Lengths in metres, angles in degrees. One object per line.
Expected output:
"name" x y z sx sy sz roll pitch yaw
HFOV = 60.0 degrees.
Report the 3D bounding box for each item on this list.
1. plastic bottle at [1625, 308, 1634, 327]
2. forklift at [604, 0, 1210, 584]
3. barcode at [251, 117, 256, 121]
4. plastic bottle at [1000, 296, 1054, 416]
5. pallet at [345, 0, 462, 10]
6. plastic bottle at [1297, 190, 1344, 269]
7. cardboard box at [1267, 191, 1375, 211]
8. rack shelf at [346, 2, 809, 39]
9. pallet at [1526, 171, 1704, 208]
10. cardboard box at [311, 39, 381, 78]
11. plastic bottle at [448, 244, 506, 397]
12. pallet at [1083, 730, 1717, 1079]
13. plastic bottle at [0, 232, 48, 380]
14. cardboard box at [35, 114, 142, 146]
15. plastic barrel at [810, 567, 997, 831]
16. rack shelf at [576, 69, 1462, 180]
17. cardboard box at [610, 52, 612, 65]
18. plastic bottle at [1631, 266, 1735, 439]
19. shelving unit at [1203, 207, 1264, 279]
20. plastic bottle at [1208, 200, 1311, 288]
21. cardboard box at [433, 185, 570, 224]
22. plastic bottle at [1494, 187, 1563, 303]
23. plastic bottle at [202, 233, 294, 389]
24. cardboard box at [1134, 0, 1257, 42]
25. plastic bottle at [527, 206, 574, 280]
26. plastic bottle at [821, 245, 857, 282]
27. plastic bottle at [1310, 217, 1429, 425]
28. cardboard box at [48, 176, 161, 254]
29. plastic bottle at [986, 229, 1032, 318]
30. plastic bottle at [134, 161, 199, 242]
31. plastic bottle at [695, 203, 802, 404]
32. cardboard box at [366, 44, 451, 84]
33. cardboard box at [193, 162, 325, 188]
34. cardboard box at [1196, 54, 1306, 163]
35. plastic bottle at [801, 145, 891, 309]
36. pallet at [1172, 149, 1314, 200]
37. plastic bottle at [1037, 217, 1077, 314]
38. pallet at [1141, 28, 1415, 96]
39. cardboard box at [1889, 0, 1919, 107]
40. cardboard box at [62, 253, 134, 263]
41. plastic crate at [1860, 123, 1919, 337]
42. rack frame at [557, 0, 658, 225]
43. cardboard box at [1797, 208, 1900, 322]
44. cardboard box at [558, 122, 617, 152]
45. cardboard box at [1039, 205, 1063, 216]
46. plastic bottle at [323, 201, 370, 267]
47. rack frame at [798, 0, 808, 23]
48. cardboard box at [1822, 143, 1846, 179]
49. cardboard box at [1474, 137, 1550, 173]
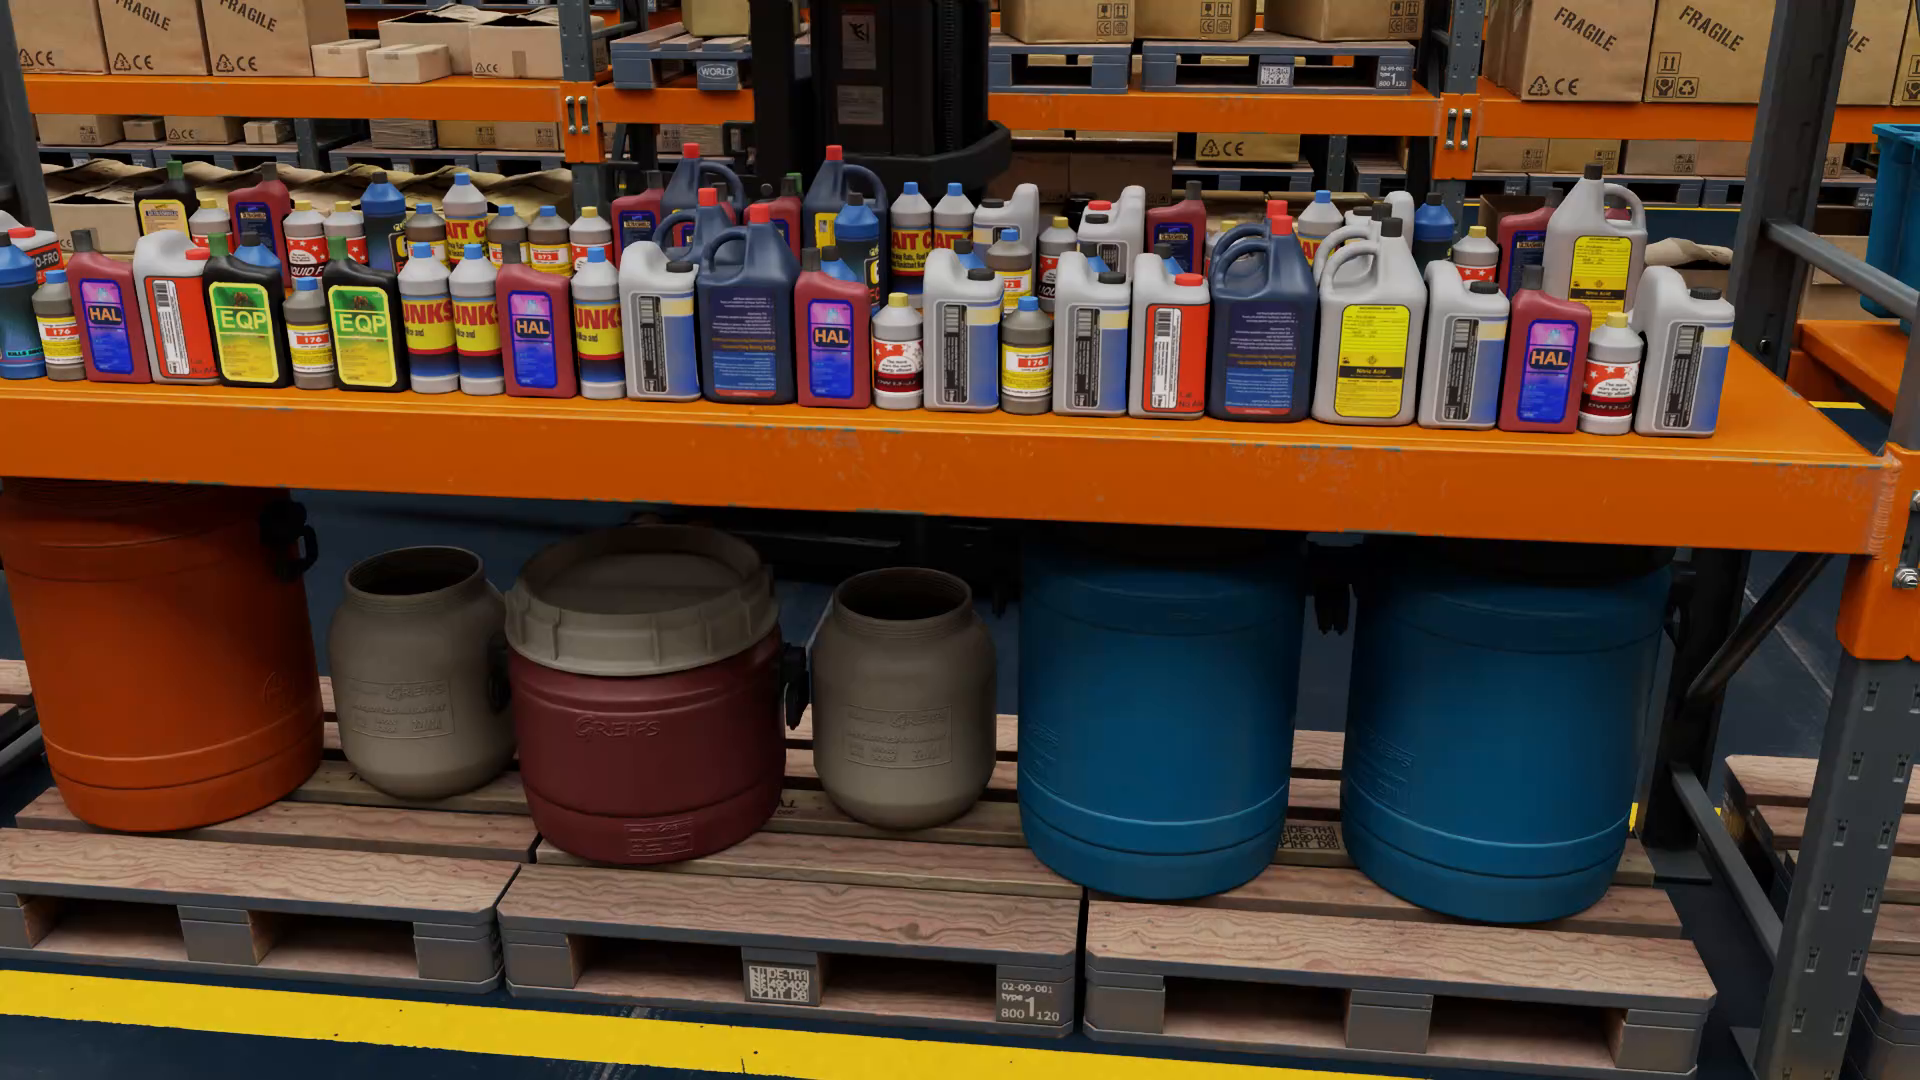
"plastic bottle" 1.232 -0.341 2.992 0.097 0.201 0.097 0 22 0
"forklift" -0.686 -1.446 5.610 3.031 2.935 1.130 5 22 13
"barcode" -5.922 -3.509 13.919 0.075 0.075 0.001 2 22 6
"plastic bottle" 0.120 -0.333 2.972 0.097 0.201 0.097 0 22 0
"pallet" -4.371 -4.276 12.936 1.213 0.211 1.003 2 22 6
"plastic bottle" 0.775 -0.618 3.598 0.097 0.271 0.097 0 22 0
"cardboard box" 1.800 -1.448 8.324 0.500 0.500 0.500 2 22 4
"rack shelf" -3.127 -4.030 13.032 4.000 0.370 1.077 2 22 6
"pallet" 4.792 -2.695 12.469 1.213 0.211 1.003 2 22 6
"cardboard box" -2.993 -2.387 8.239 0.250 0.149 0.380 4 22 10
"plastic bottle" -0.885 -0.409 3.070 0.097 0.271 0.097 0 22 0
"pallet" 0.904 0.760 3.729 1.213 0.211 1.003 2 22 6
"plastic bottle" -1.803 -0.449 3.171 0.097 0.271 0.097 0 22 0
"cardboard box" -7.120 -3.529 13.587 0.500 0.500 0.700 1 22 3
"plastic barrel" -0.126 0.356 3.771 0.421 0.512 0.421 0 22 0
"rack shelf" 0.266 -2.048 8.019 4.000 0.370 1.077 2 22 6
"cardboard box" -2.421 -3.728 13.072 0.500 0.250 0.500 3 22 7
"plastic bottle" 1.236 -0.329 2.861 0.135 0.276 0.152 2 22 6
"shelving unit" 0.862 -0.474 5.507 0.189 1.200 0.258 5 22 13
"plastic bottle" 0.548 -0.446 3.055 0.185 0.351 0.144 2 22 6
"cardboard box" -2.269 -1.579 8.261 0.500 0.311 0.500 3 22 8
"plastic bottle" 1.219 -0.611 3.564 0.133 0.283 0.061 2 22 6
"plastic bottle" -1.328 -0.427 3.100 0.133 0.283 0.061 2 22 6
"cardboard box" 1.118 -2.647 7.847 0.500 0.500 0.700 6 22 15
"plastic bottle" -0.933 -0.660 3.799 0.097 0.201 0.097 0 22 0
"plastic bottle" -0.235 -0.403 3.055 0.097 0.271 0.097 0 22 0
"plastic bottle" 0.714 -0.385 2.901 0.185 0.351 0.144 2 22 6
"cardboard box" -4.301 -1.665 8.478 0.500 0.311 0.500 2 22 5
"plastic bottle" 0.105 -0.558 3.542 0.097 0.201 0.097 0 22 0
"plastic bottle" -1.855 -0.745 3.903 0.133 0.283 0.061 2 22 6
"plastic bottle" -0.380 -0.433 3.022 0.185 0.351 0.144 2 22 6
"cardboard box" -2.646 -2.290 7.995 0.250 0.149 0.380 2 22 6
"cardboard box" -3.745 -1.841 8.923 0.500 0.311 0.500 2 22 6
"cardboard box" 2.171 -3.281 12.512 0.750 0.750 0.750 3 22 7
"plastic bottle" -0.251 -0.691 3.674 0.185 0.351 0.144 2 22 6
"pallet" 2.056 -2.814 12.770 1.213 0.211 1.003 2 22 6
"plastic bottle" 0.219 -0.610 3.672 0.097 0.201 0.097 0 22 0
"pallet" 1.471 -2.281 7.891 1.213 0.211 1.003 2 22 6
"cardboard box" 4.237 -2.156 7.178 0.500 0.500 0.500 2 22 6
"cardboard box" -4.299 -1.407 8.587 0.500 0.250 0.500 2 22 5
"plastic crate" 2.169 -0.613 3.350 0.575 0.384 0.392 2 22 6
"rack frame" -1.720 -2.469 8.106 0.127 3.000 1.000 2 22 6
"cardboard box" 4.118 -1.260 7.845 0.637 0.503 0.797 2 22 6
"cardboard box" -2.857 -3.408 13.282 0.500 0.500 0.700 2 22 6
"cardboard box" 0.235 -1.322 8.006 0.500 0.500 0.500 2 22 4
"plastic bottle" -1.417 -0.681 3.852 0.097 0.201 0.097 0 22 0
"rack frame" -1.141 -4.278 12.681 0.127 3.000 1.000 2 22 6
"cardboard box" 6.097 -2.958 12.172 0.500 0.500 0.700 2 22 6
"cardboard box" 4.060 -3.045 12.391 0.500 0.500 0.700 2 22 6
